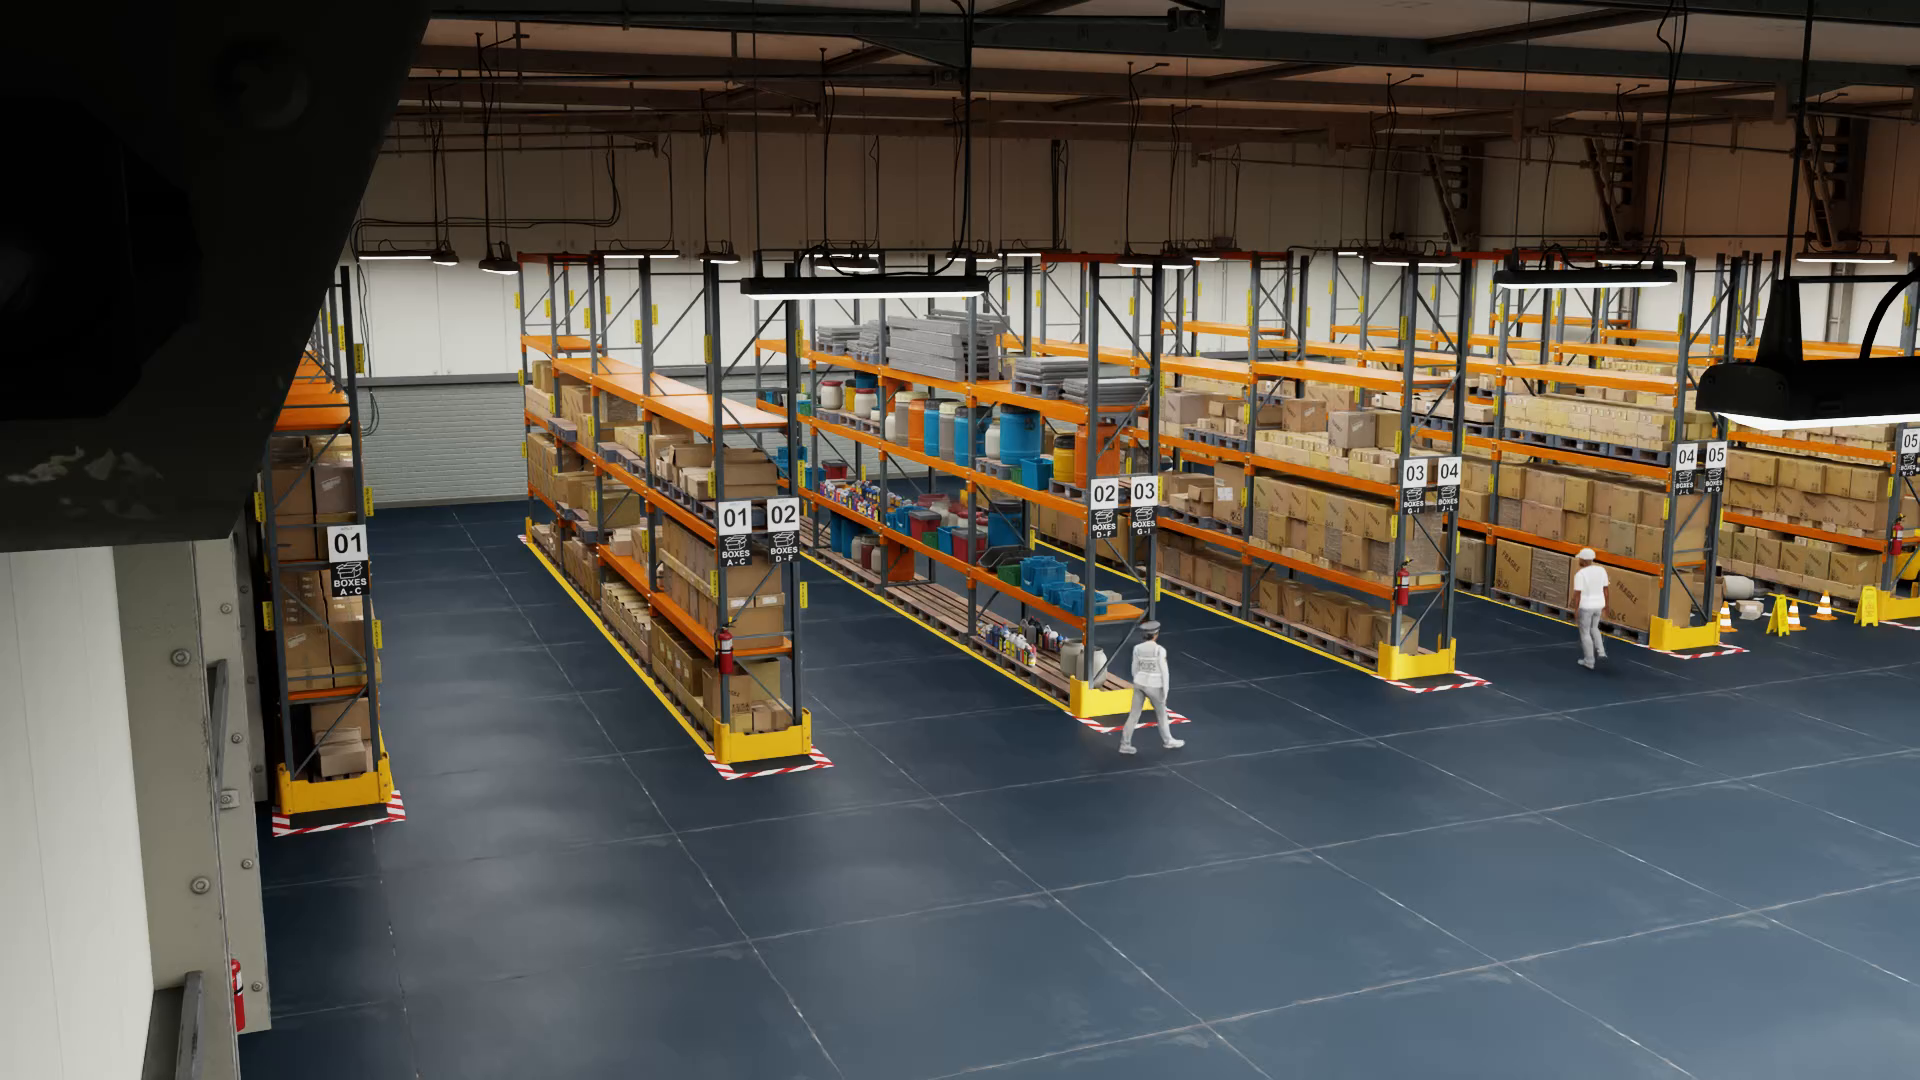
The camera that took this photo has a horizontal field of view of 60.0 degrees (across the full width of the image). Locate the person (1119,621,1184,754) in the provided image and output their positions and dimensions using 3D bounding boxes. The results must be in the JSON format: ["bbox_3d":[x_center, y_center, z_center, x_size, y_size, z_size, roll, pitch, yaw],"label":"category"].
[{"bbox_3d":[2.355,1.807,20.497,0.941,1.616,0.521,-9,14,-40],"label":"person"}]

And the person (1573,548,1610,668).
[{"bbox_3d":[9.352,1.003,24.645,0.619,1.753,0.499,-2,11,-12],"label":"person"}]

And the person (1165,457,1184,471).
[{"bbox_3d":[5.385,-2.147,42.109,0.738,1.654,0.645,0,10,-3],"label":"person"}]
